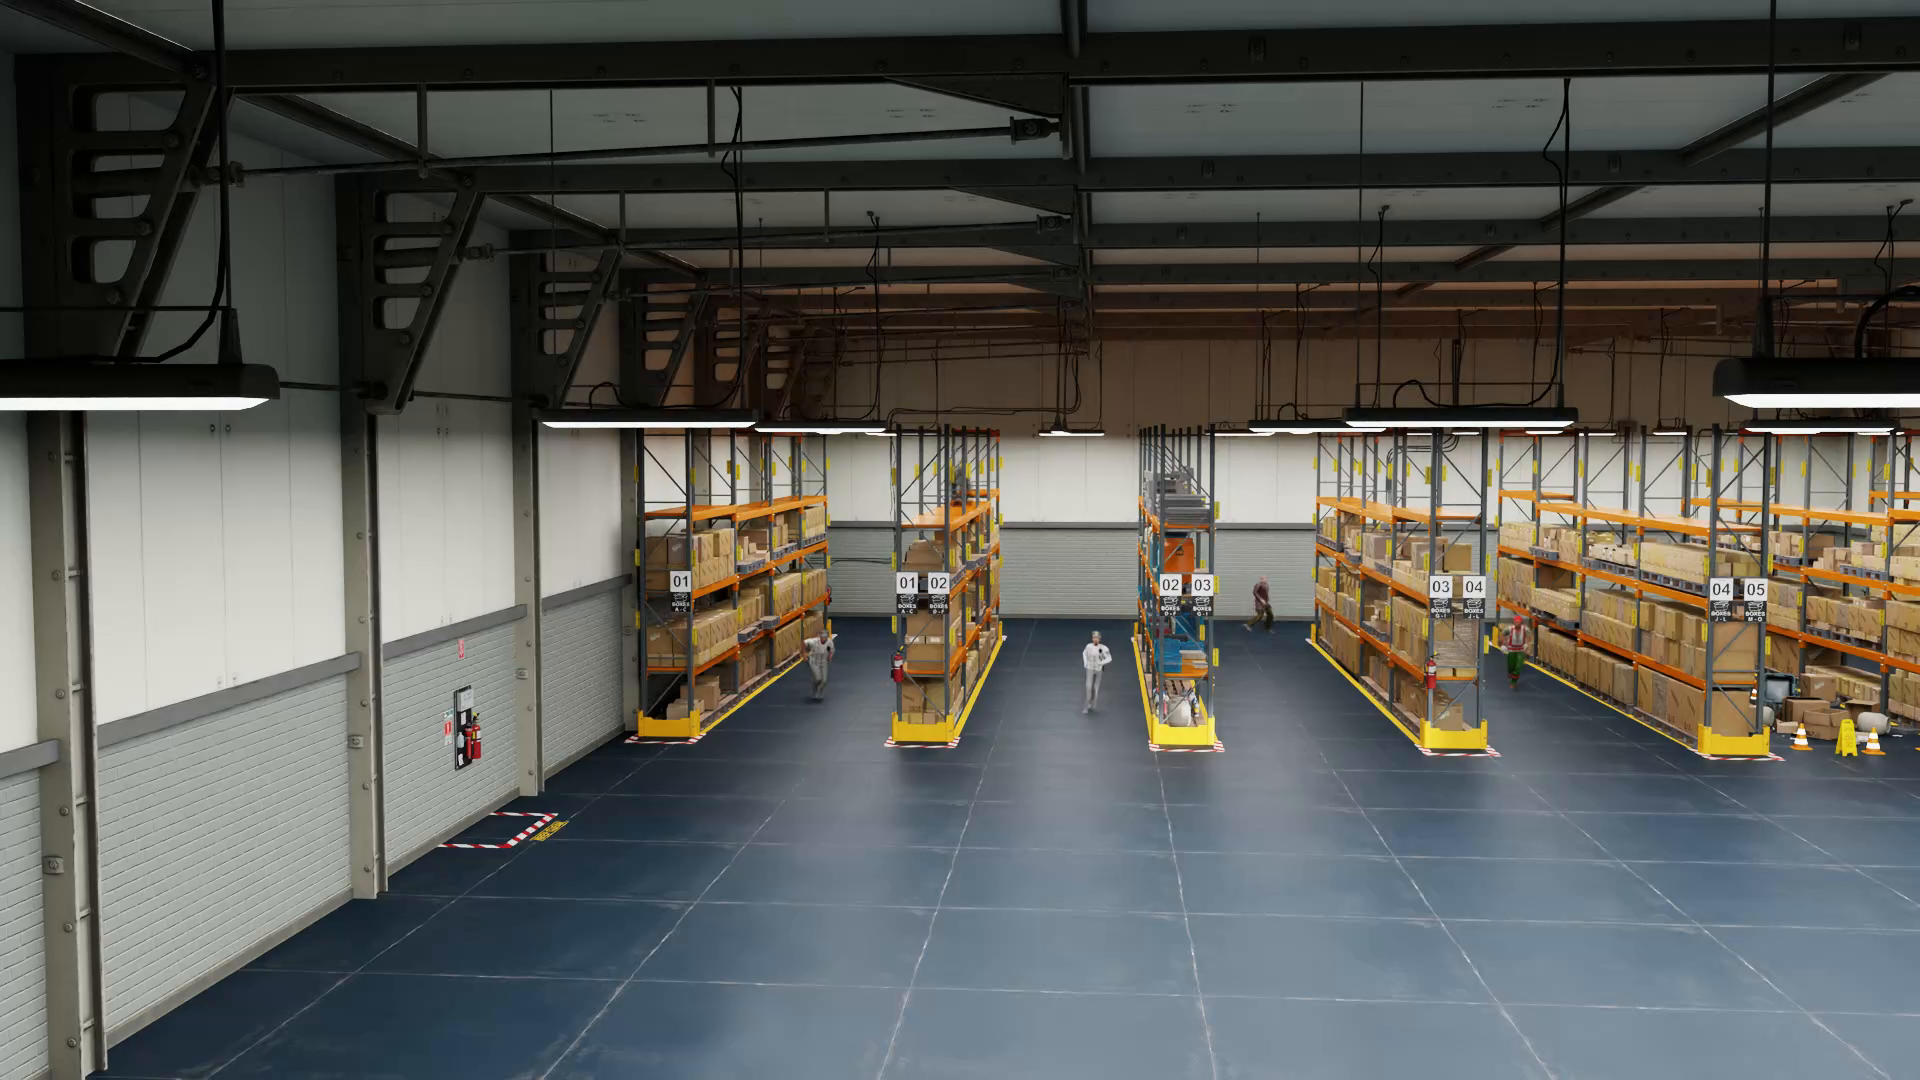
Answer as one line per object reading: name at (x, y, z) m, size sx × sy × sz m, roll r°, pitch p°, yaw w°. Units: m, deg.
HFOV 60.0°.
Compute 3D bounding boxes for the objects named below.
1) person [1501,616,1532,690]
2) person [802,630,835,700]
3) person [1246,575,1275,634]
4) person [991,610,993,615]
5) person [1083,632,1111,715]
person at (12.723, 2.570, 38.070) m, size 0.646 × 1.712 × 0.779 m, roll 0°, pitch 3°, yaw 5°
person at (-3.081, 2.677, 36.265) m, size 0.697 × 1.492 × 0.939 m, roll -1°, pitch 4°, yaw -22°
person at (8.897, 1.907, 48.935) m, size 0.739 × 1.780 × 0.902 m, roll 2°, pitch 4°, yaw 32°
person at (0.721, 1.847, 49.615) m, size 0.581 × 1.723 × 0.700 m, roll 2°, pitch 4°, yaw 35°
person at (2.870, 2.760, 34.811) m, size 0.620 × 1.734 × 0.778 m, roll 1°, pitch 4°, yaw 12°
